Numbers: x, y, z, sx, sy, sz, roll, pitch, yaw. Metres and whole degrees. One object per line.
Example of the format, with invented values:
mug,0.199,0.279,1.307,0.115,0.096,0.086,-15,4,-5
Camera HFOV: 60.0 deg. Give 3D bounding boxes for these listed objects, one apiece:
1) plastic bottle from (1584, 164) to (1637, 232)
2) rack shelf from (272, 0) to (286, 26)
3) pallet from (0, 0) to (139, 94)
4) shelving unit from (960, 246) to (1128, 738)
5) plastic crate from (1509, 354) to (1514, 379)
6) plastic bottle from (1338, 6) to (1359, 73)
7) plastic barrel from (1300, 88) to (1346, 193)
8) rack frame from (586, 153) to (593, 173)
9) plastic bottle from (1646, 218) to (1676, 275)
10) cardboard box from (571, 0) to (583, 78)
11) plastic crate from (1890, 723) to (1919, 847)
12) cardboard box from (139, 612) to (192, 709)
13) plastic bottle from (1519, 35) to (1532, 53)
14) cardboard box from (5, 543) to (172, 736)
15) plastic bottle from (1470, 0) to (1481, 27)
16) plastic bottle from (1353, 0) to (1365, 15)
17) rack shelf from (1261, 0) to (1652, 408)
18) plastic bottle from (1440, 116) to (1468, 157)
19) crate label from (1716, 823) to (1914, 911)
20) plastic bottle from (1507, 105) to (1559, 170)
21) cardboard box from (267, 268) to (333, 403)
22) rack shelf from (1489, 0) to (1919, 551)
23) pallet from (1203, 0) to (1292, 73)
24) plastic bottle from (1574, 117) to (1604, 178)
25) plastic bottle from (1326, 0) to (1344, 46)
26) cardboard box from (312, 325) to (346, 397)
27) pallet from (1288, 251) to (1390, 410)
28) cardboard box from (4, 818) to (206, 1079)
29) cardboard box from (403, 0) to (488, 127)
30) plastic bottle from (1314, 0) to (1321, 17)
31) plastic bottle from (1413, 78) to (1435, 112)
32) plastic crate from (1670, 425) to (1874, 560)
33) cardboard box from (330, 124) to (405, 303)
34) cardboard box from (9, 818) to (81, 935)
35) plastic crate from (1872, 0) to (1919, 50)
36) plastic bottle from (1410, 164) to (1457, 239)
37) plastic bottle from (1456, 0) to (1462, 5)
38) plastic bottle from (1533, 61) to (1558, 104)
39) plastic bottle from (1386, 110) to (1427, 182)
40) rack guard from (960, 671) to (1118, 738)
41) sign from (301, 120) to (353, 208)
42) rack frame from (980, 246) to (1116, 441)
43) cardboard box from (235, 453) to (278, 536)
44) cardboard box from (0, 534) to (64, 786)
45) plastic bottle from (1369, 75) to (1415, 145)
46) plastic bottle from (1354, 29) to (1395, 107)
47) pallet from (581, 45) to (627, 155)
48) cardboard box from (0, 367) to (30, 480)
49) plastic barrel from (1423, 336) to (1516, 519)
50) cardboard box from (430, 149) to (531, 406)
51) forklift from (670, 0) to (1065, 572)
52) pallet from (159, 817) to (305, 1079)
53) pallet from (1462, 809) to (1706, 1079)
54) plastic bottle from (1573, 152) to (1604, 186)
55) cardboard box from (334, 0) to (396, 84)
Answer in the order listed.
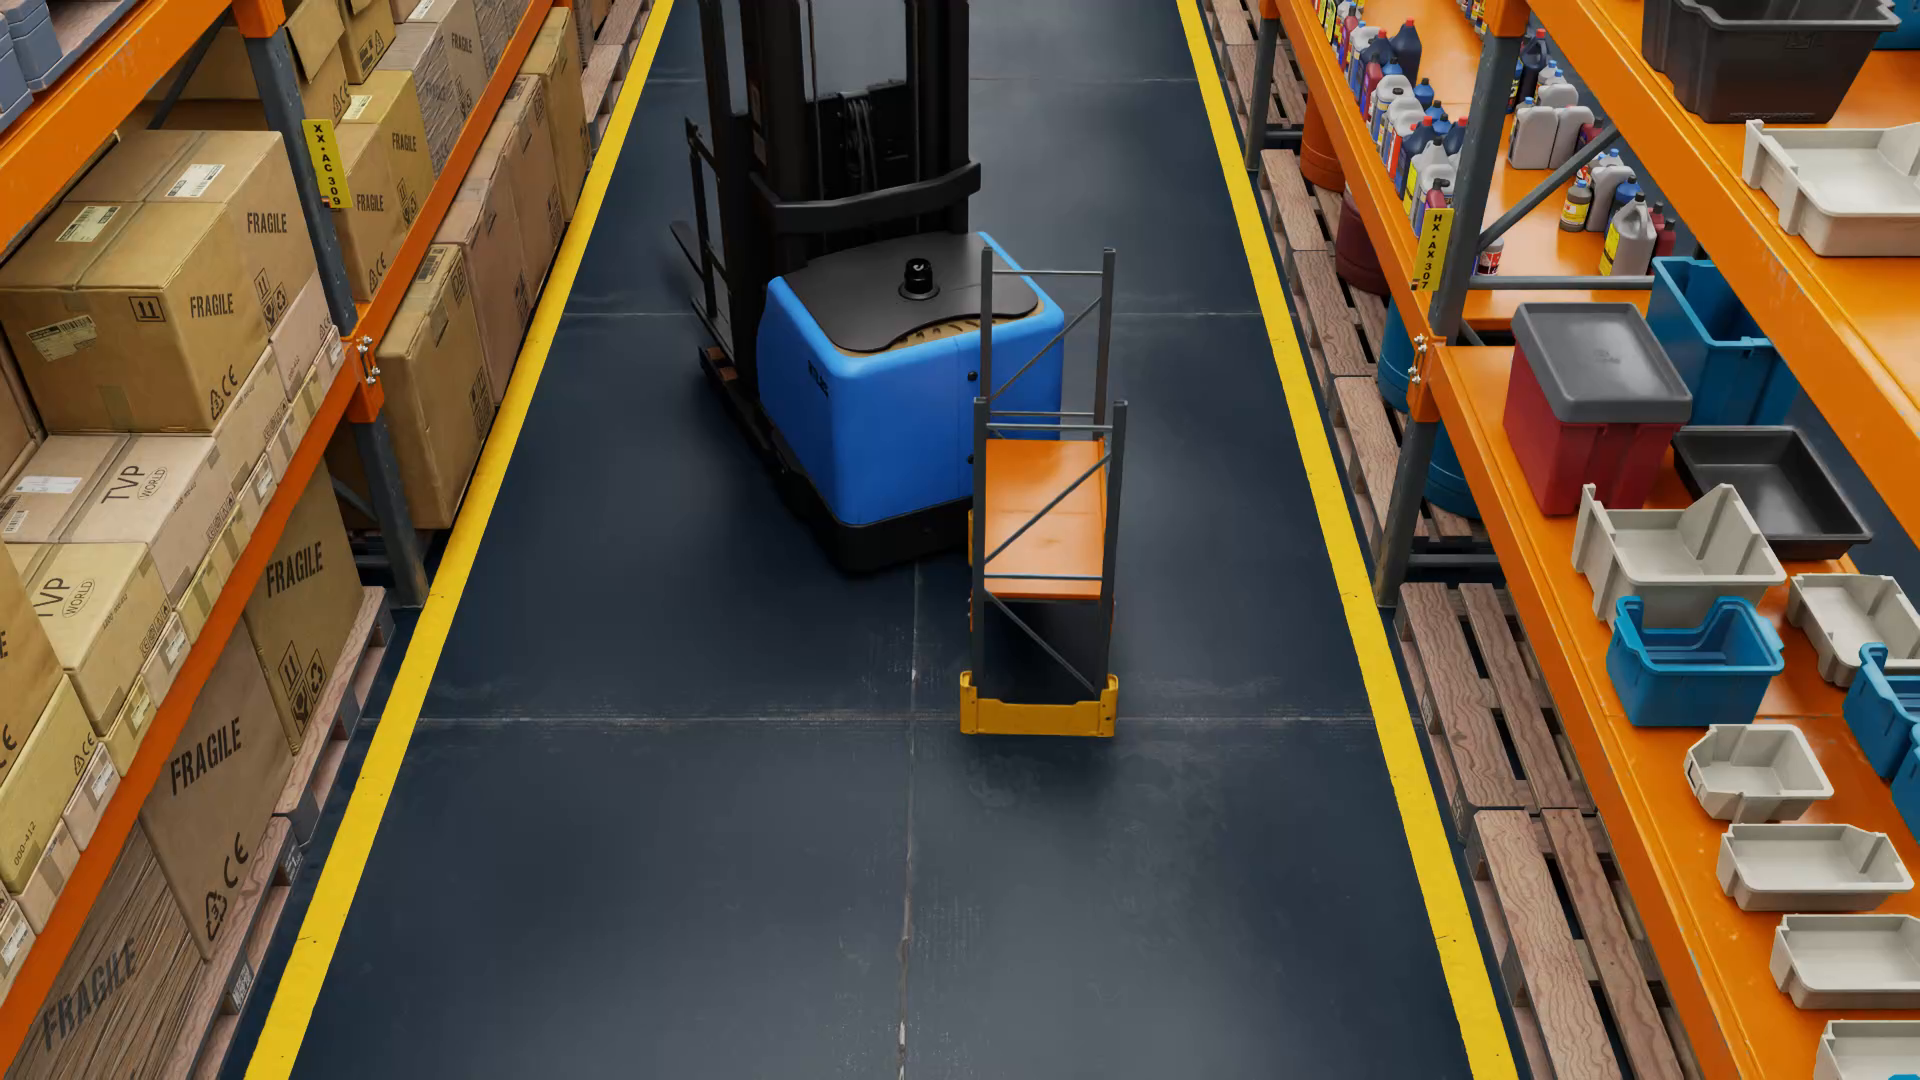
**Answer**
plastic bottle,2.609,-1.392,6.687,0.152,0.276,0.135,0,39,0
rack shelf,-2.726,-3.059,6.845,1.077,0.370,4.000,0,39,0
pallet,-2.733,-1.542,4.448,1.003,0.211,1.213,0,39,0
shelving unit,0.312,-0.178,6.273,0.587,1.500,1.083,1,39,2
plastic crate,2.087,-0.551,5.702,0.396,0.136,0.243,0,39,0
plastic bottle,1.857,-2.384,7.920,0.061,0.283,0.133,0,39,0
plastic barrel,2.242,-2.434,9.288,0.600,0.830,0.708,0,39,0
rack frame,-2.728,-3.419,9.118,1.000,3.000,0.127,0,39,0
plastic bottle,2.655,-1.106,6.324,0.061,0.283,0.133,0,39,0
cardboard box,-2.749,-3.035,10.285,0.700,0.500,0.500,-2,39,-2
plastic crate,2.561,0.644,4.134,0.416,0.233,0.300,0,39,0
cardboard box,-2.395,0.333,4.636,0.380,0.149,0.250,1,39,1
plastic bottle,2.592,-2.211,7.704,0.061,0.283,0.133,0,39,0
cardboard box,-2.460,0.260,4.409,0.500,0.250,0.500,-1,39,-1
plastic bottle,2.634,-2.694,8.372,0.097,0.201,0.097,0,39,0
plastic bottle,2.027,-2.797,8.501,0.097,0.201,0.097,0,39,0
rack shelf,2.227,-1.892,7.787,1.077,0.370,4.000,0,39,0
plastic bottle,2.045,-1.593,6.878,0.144,0.351,0.185,0,39,0
crate label,2.041,0.794,4.023,0.396,0.136,0.243,0,39,0
plastic bottle,2.456,-1.742,7.124,0.152,0.276,0.135,0,39,0
cardboard box,-2.461,-0.700,5.607,0.500,0.250,0.500,-1,39,-1
rack shelf,2.231,-0.561,3.728,1.077,0.370,4.000,0,39,0
pallet,2.264,-3.580,11.549,1.003,0.211,1.213,0,39,0
plastic bottle,2.654,-1.661,7.017,0.061,0.283,0.133,0,39,0
plastic bottle,1.857,-2.589,8.176,0.061,0.283,0.133,0,39,0
cardboard box,-2.396,-0.630,5.838,0.380,0.149,0.250,0,39,0
pallet,2.266,-1.081,8.430,1.003,0.211,1.213,0,39,0
cardboard box,-2.801,1.279,4.618,0.875,0.875,0.875,0,39,0
cardboard box,-2.482,-2.195,7.511,0.500,0.500,0.500,1,39,1
plastic bottle,1.902,-2.814,8.463,0.152,0.276,0.135,0,39,0
plastic bottle,2.029,-1.902,7.328,0.097,0.271,0.097,0,39,0
plastic crate,2.499,-0.138,5.195,0.437,0.125,0.590,0,39,0
cardboard box,-2.474,-1.245,6.325,0.500,0.500,0.500,0,39,0
cardboard box,-2.393,0.817,4.033,0.380,0.149,0.250,-1,39,-1
plastic crate,2.549,-1.458,4.406,0.416,0.233,0.300,0,39,0
plastic bottle,1.905,-1.348,6.633,0.152,0.276,0.135,0,39,0
plastic bottle,2.634,-2.876,8.599,0.097,0.201,0.097,0,39,0
plastic bottle,2.635,-2.019,7.473,0.097,0.271,0.097,0,39,0
plastic bottle,1.904,-1.663,7.026,0.152,0.276,0.135,0,39,0
rack guard,0.295,0.621,6.275,0.587,0.250,0.087,1,39,2
sign,-2.169,-1.288,5.703,0.100,0.325,0.005,0,39,0
rack frame,0.330,-0.502,6.677,0.500,1.500,0.032,1,39,2
cardboard box,-2.395,-0.147,5.236,0.380,0.149,0.250,1,39,1
cardboard box,-2.457,0.296,3.764,0.500,0.500,0.500,-1,39,-1
plastic bottle,1.904,-1.892,7.312,0.152,0.276,0.135,0,39,0
plastic bottle,1.900,-2.166,7.593,0.144,0.351,0.185,0,39,0
pallet,-2.728,-2.820,10.600,1.003,0.211,1.213,0,39,0
cardboard box,-2.981,-0.335,4.552,0.500,0.500,0.500,-1,39,-1
plastic barrel,2.246,-0.607,6.951,0.600,0.901,0.708,0,39,0
cardboard box,-2.746,-1.212,7.727,1.225,0.875,0.875,-1,39,-2
forklift,-0.635,-1.928,7.312,1.130,2.935,3.031,-16,41,-19
pallet,-2.797,1.411,5.321,1.003,0.211,1.213,0,39,0
pallet,2.273,1.391,5.345,1.003,0.211,1.213,0,39,0
plastic bottle,2.636,-1.557,6.953,0.097,0.201,0.097,0,39,0
cardboard box,-2.722,-2.177,6.686,0.797,0.503,0.637,0,39,0
